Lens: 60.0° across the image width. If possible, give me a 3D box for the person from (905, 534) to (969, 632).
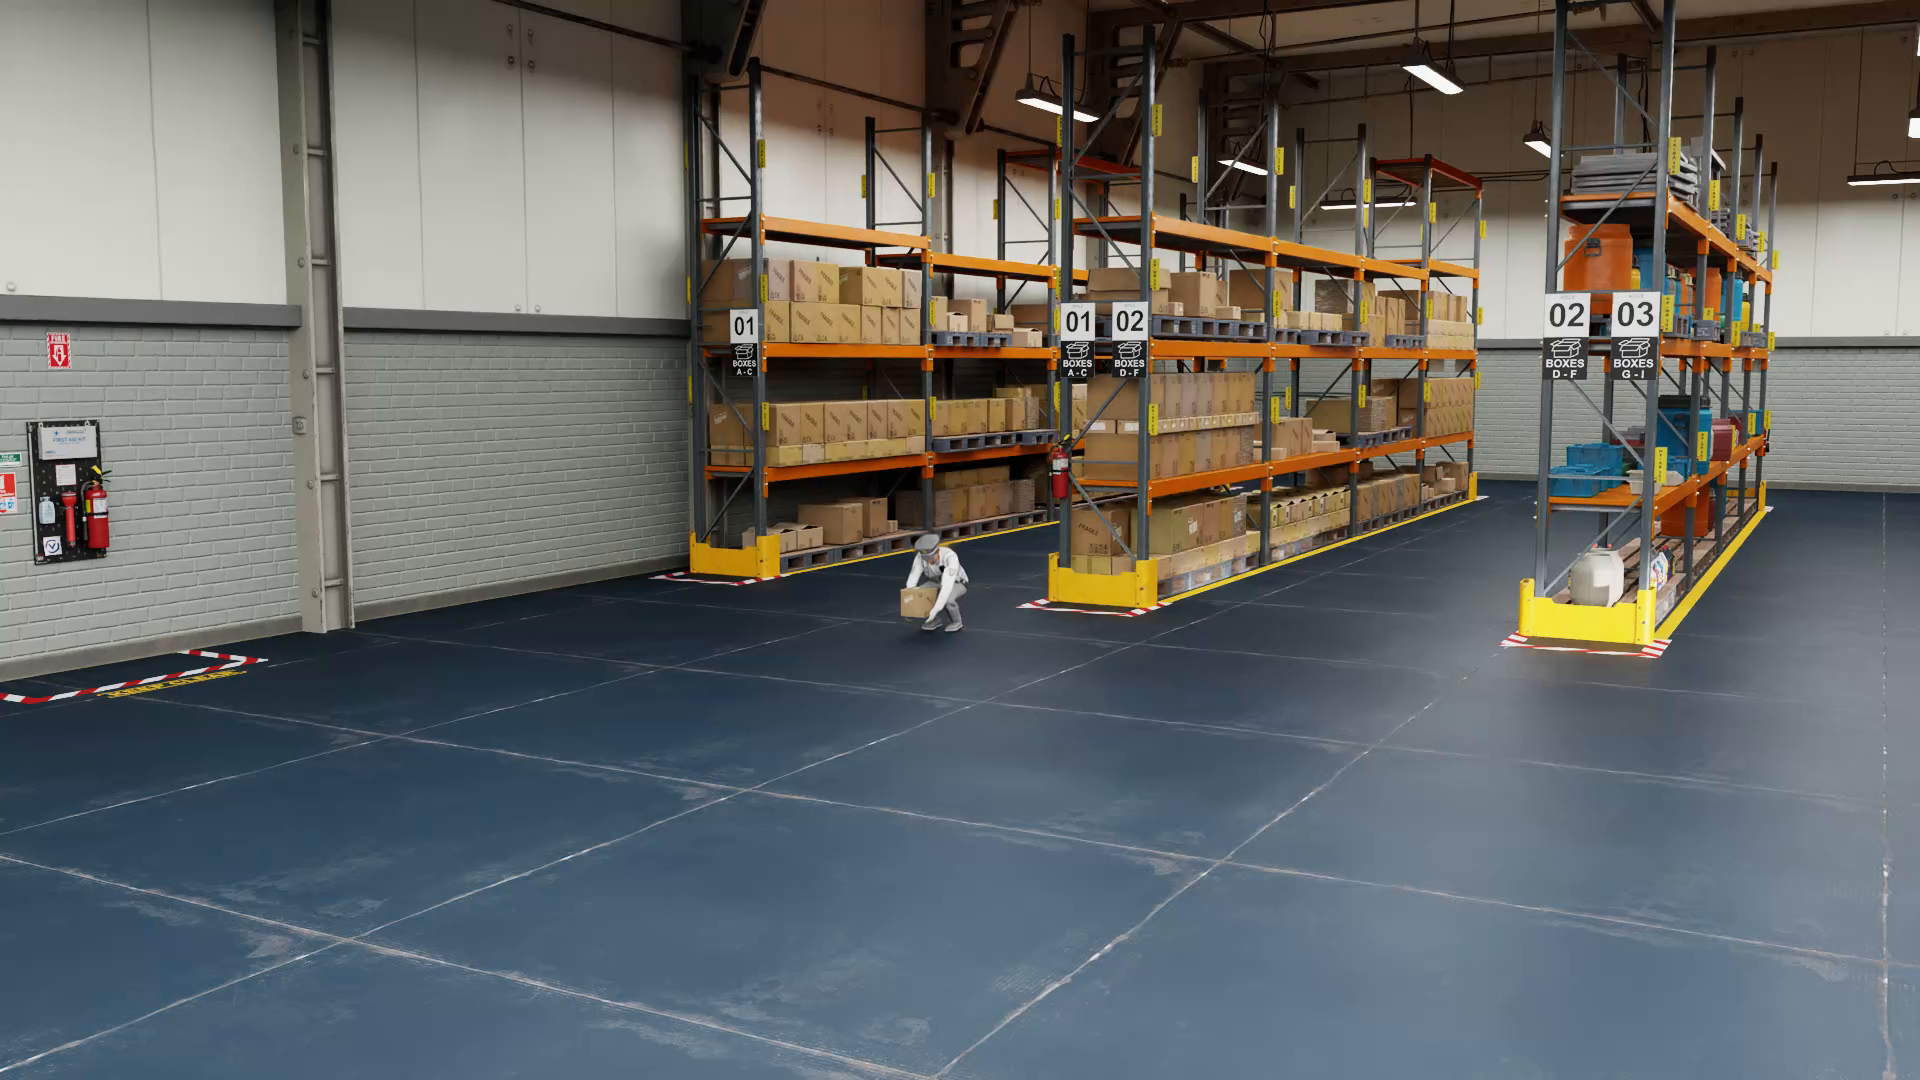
[{"bbox_3d":[-0.211,0.404,15.923,0.496,0.964,0.822,3,7,29],"label":"person"}]
